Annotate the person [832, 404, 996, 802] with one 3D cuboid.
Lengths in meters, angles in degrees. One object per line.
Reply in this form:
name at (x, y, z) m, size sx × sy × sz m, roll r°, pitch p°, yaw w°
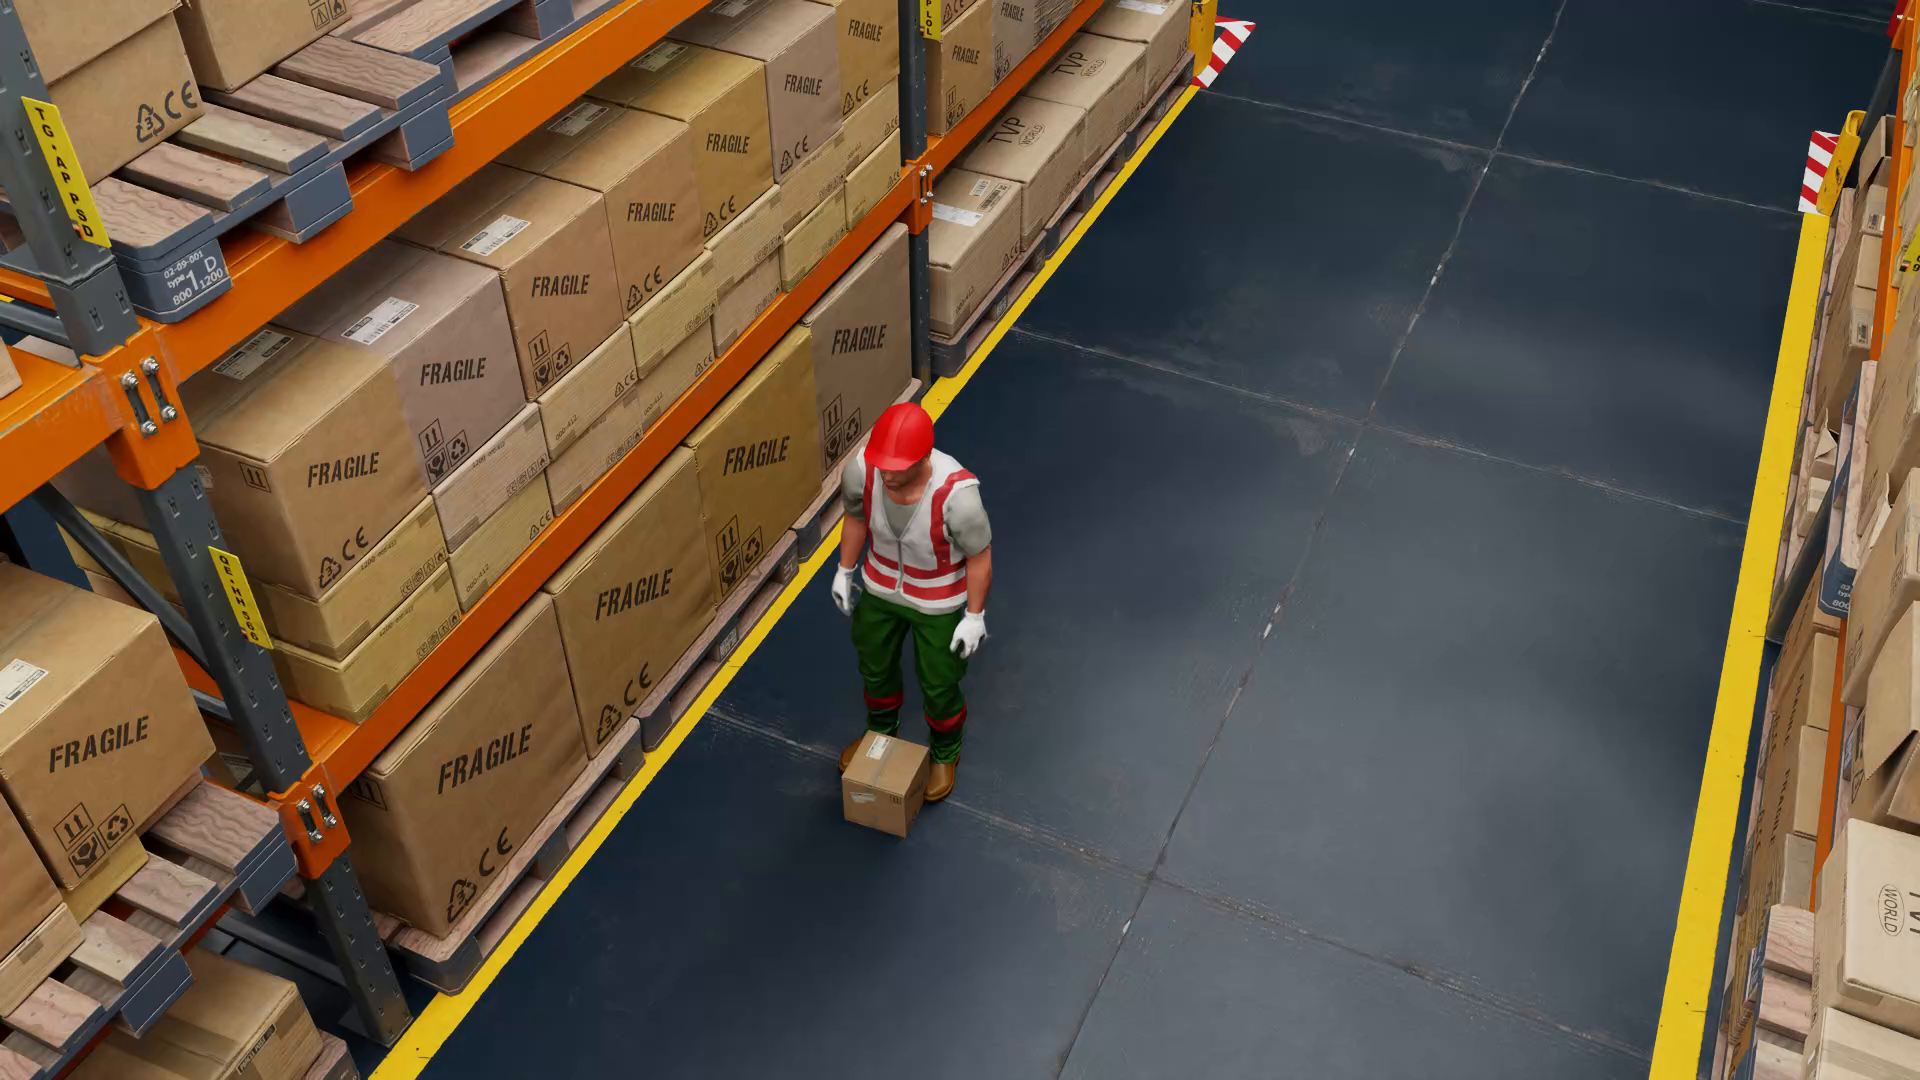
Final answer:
person at (-0.173, 0.212, 5.912) m, size 0.610 × 1.776 × 0.461 m, roll 15°, pitch 44°, yaw 17°
